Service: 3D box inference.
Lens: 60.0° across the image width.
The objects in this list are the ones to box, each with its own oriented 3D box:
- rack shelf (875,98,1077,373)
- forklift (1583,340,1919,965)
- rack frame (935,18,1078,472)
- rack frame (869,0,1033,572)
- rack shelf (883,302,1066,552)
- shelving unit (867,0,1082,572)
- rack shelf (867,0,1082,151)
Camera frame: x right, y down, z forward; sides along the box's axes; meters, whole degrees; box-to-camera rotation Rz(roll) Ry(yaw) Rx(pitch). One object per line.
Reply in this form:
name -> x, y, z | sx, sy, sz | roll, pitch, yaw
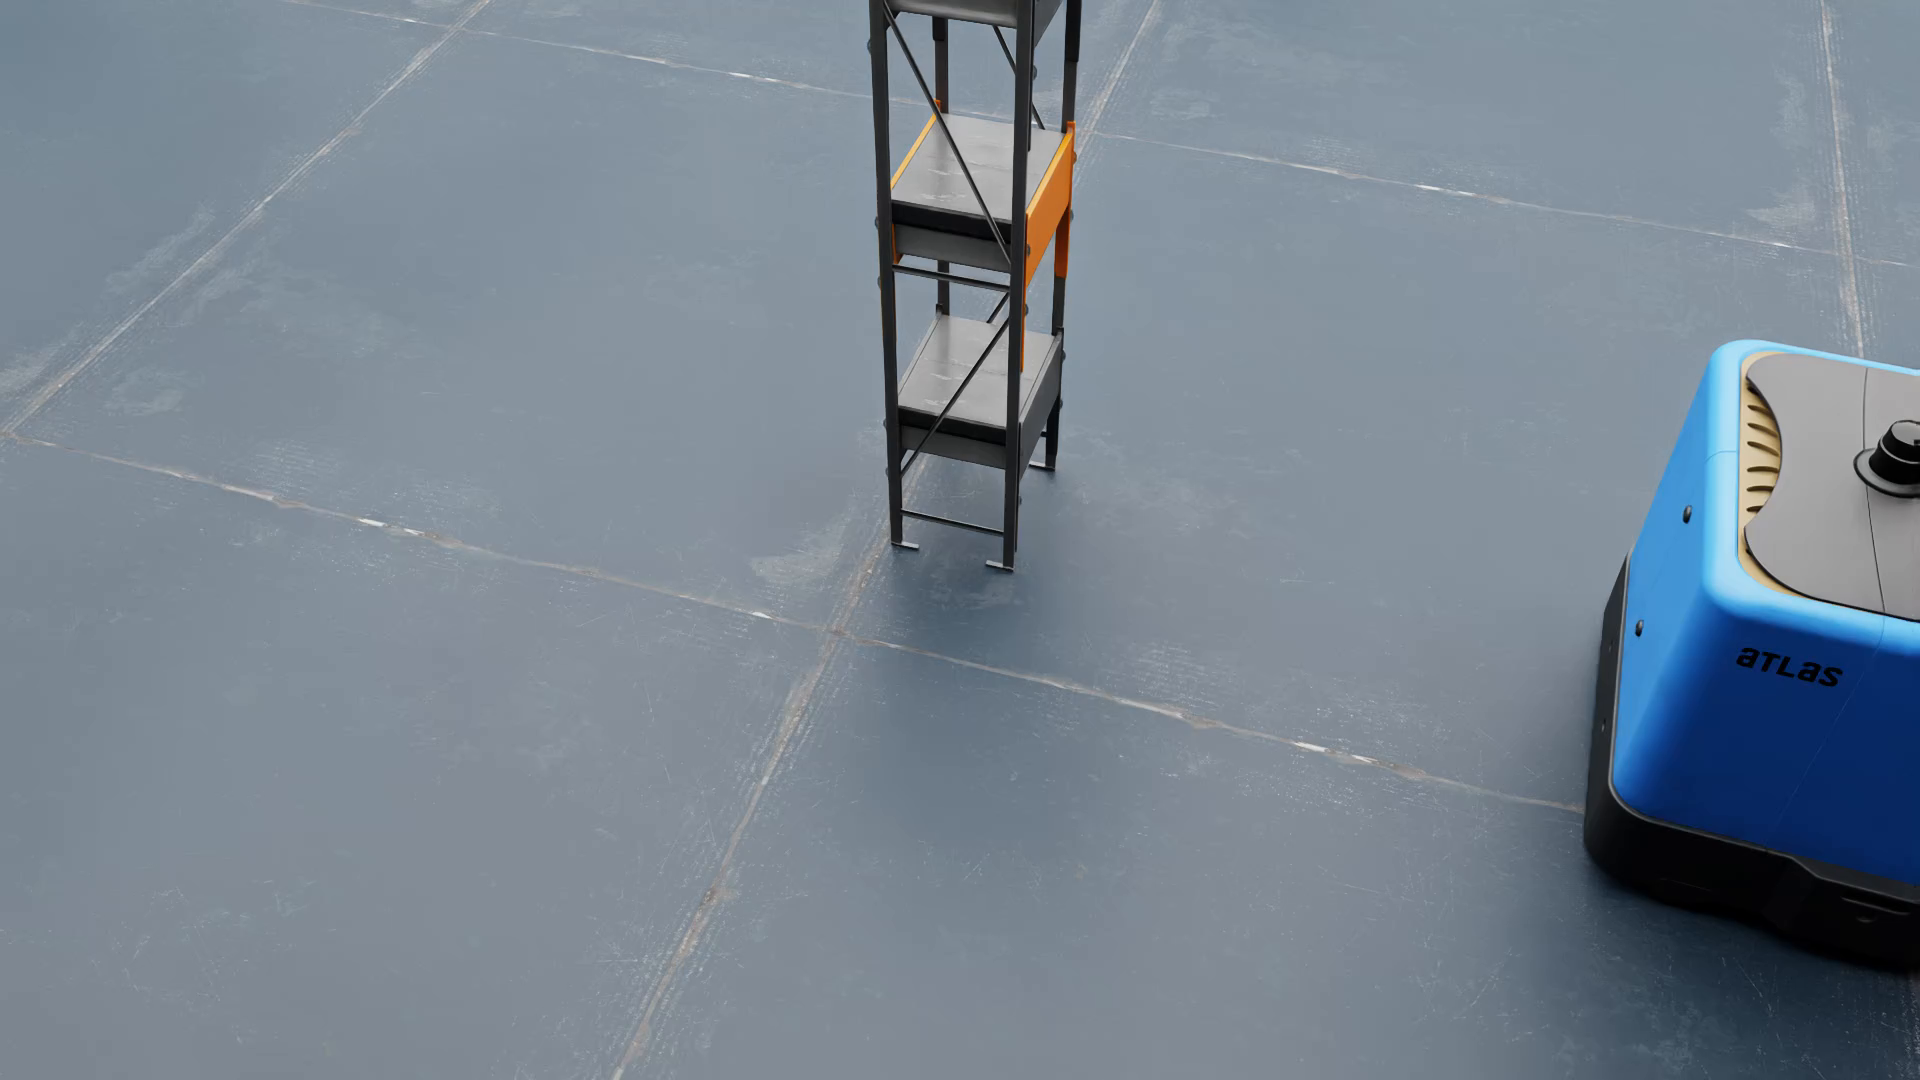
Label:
rack shelf -> 0.050, -0.851, 4.638 | 0.431, 0.518, 0.480 | 13, 46, 12
forklift -> 3.202, -0.156, 3.313 | 3.031, 2.935, 1.130 | 14, 46, 14
rack frame -> 0.124, -1.023, 4.795 | 0.400, 2.100, 0.015 | 13, 46, 12
rack frame -> -0.024, -0.698, 4.462 | 0.400, 2.100, 0.015 | 13, 46, 12
rack shelf -> 0.050, -0.351, 5.128 | 0.431, 0.518, 0.480 | 13, 46, 12
shelving unit -> 0.050, -0.861, 4.628 | 0.431, 2.100, 0.503 | 13, 46, 12
rack shelf -> 0.050, -1.351, 4.148 | 0.431, 0.518, 0.480 | 13, 46, 12
